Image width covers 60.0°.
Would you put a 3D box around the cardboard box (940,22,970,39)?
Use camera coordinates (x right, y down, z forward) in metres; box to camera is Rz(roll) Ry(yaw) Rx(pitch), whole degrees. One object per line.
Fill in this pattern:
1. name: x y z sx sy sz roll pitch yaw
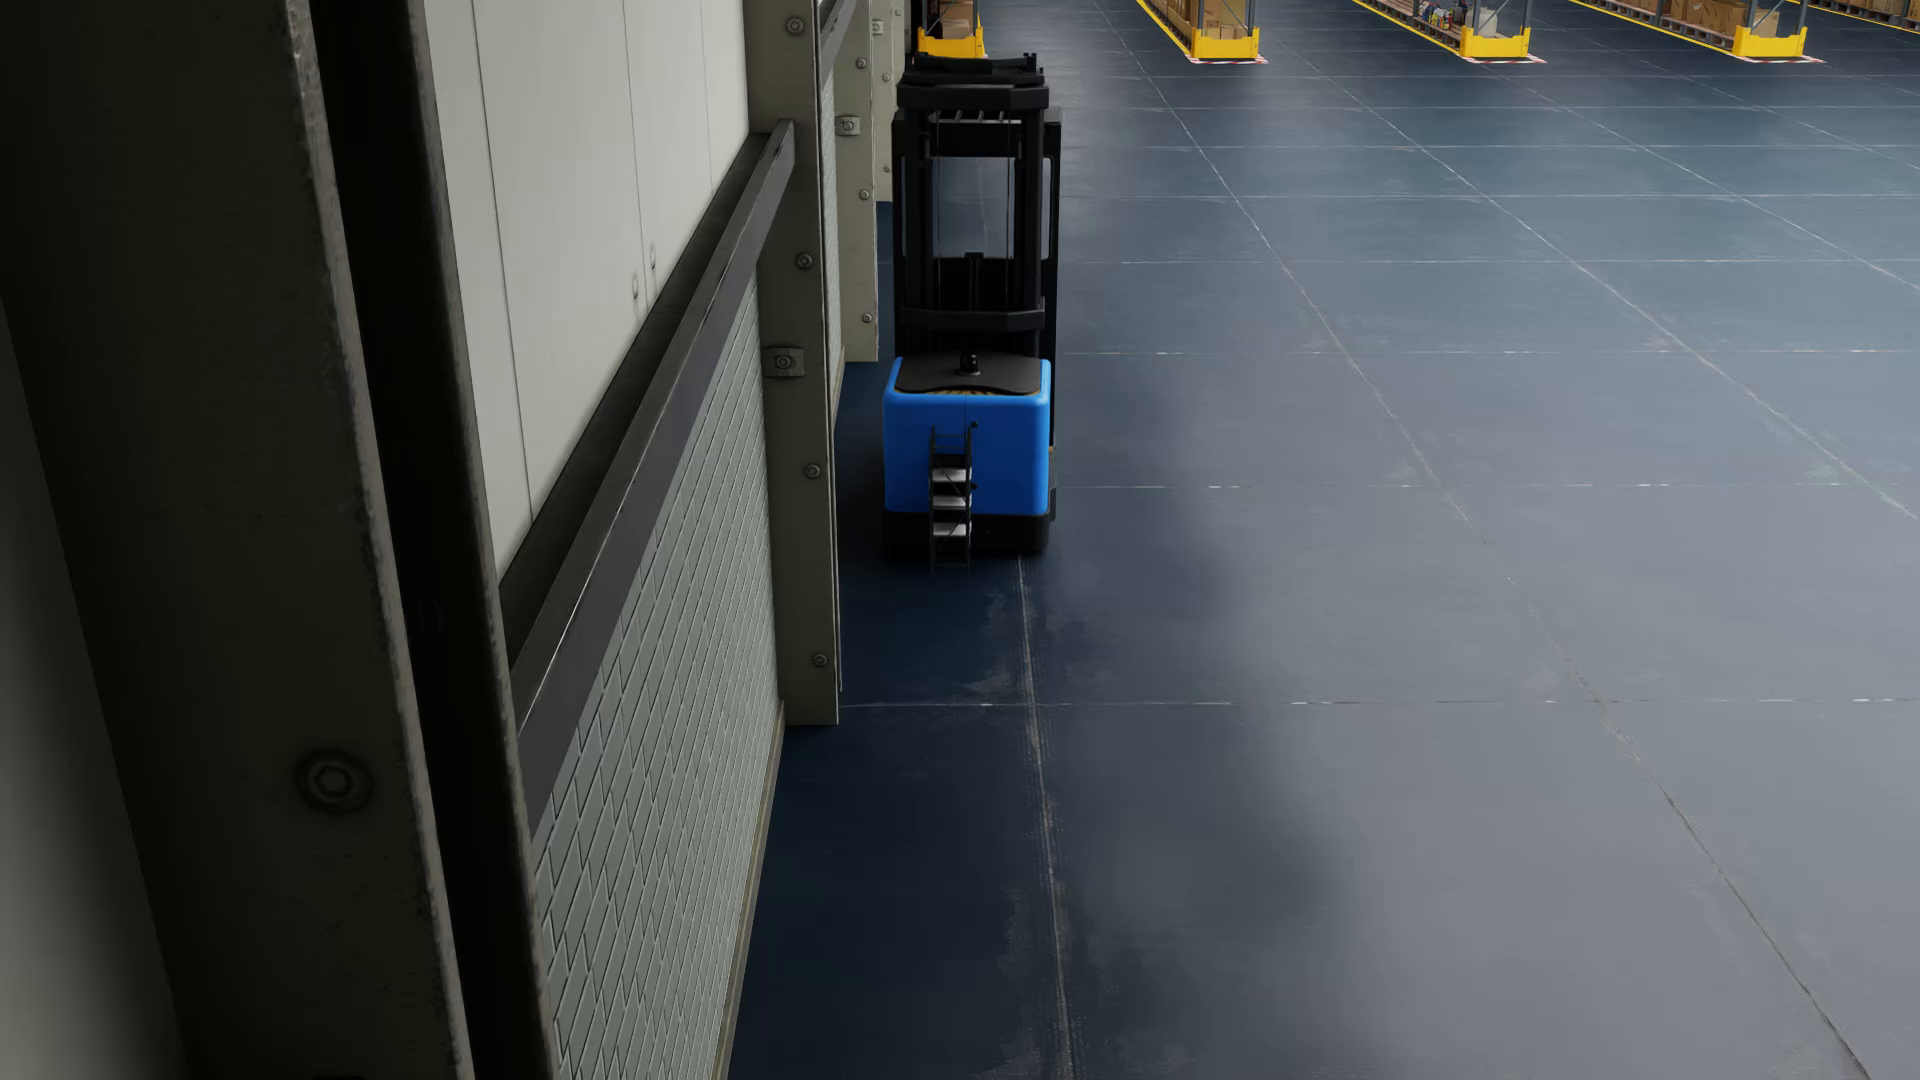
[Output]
1. cardboard box: -0.098 -9.355 30.523 0.500 0.311 0.500 -3 25 -7

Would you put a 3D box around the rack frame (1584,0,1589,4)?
1. rack frame: 14.591 -13.457 36.865 1.000 3.000 0.127 0 24 -1

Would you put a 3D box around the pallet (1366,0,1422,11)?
1. pallet: 9.608 -11.845 36.684 1.003 0.211 1.213 0 24 -1

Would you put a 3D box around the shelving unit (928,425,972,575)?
1. shelving unit: -0.058 -0.240 10.189 0.258 0.900 0.210 1 24 3

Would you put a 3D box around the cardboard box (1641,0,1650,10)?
1. cardboard box: 14.663 -11.320 34.639 0.700 0.500 0.500 0 24 -1

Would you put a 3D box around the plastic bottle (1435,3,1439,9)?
1. plastic bottle: 9.420 -10.446 32.888 0.144 0.351 0.185 0 24 -1

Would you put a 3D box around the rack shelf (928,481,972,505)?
1. rack shelf: -0.058 -0.292 10.166 0.258 0.077 0.200 1 24 3

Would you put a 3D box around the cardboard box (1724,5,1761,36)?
1. cardboard box: 14.648 -9.717 31.118 0.500 0.500 0.500 6 25 13

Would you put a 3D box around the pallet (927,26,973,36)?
1. pallet: -0.165 -9.691 31.921 1.003 0.211 1.213 0 24 -1

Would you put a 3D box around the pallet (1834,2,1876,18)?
1. pallet: 19.496 -11.341 35.569 1.003 0.211 1.213 0 24 -1

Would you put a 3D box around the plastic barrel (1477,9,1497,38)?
1. plastic barrel: 9.642 -9.467 30.552 0.421 0.512 0.421 0 24 0

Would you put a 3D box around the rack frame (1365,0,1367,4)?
1. rack frame: 9.638 -13.435 36.815 1.000 3.000 0.127 0 24 -1

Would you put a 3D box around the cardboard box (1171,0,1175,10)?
1. cardboard box: 4.434 -10.648 32.570 0.500 0.500 0.500 0 24 -1

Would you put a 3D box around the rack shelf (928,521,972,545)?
1. rack shelf: -0.058 -0.046 10.277 0.258 0.077 0.200 1 24 3

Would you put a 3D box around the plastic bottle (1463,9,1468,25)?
1. plastic bottle: 9.874 -10.206 32.437 0.061 0.283 0.133 0 24 -1

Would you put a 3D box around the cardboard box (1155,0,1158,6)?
1. cardboard box: 4.421 -11.503 35.371 0.500 0.250 0.500 0 24 1

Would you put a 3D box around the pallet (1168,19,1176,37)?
1. pallet: 4.696 -10.168 32.975 1.003 0.211 1.213 0 24 -1

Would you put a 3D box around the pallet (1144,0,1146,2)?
1. pallet: 4.715 -12.452 38.025 1.003 0.211 1.213 0 24 -1

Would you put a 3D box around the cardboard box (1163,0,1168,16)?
1. cardboard box: 4.435 -10.874 33.980 0.500 0.250 0.500 0 24 -1

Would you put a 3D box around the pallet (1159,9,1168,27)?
1. pallet: 4.682 -10.799 34.371 1.003 0.211 1.213 0 24 -1

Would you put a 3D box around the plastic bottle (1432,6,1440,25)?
1. plastic bottle: 9.283 -10.193 32.327 0.144 0.351 0.185 0 24 -1

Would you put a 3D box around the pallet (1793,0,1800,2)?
1. pallet: 19.545 -12.489 38.108 1.003 0.211 1.213 0 24 -1

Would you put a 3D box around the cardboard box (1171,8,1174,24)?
1. cardboard box: 4.431 -10.306 32.724 0.500 0.250 0.500 0 24 -1

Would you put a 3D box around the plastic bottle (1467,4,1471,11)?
1. plastic bottle: 9.983 -10.304 32.573 0.144 0.351 0.185 0 24 -1

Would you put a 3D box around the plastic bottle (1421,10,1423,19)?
1. plastic bottle: 9.249 -10.495 33.177 0.097 0.201 0.097 0 24 0

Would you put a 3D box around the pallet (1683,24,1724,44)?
1. pallet: 14.694 -9.758 32.069 1.003 0.211 1.213 0 24 -1

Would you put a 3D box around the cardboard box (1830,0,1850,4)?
1. cardboard box: 19.481 -11.993 35.847 1.050 0.750 0.750 0 24 0

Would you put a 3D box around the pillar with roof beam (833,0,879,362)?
1. pillar with roof beam: 3.448 -5.714 12.464 9.100 9.000 0.400 0 24 -1

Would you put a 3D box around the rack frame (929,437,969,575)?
1. rack frame: -0.064 -0.198 10.097 0.240 0.900 0.006 1 24 3

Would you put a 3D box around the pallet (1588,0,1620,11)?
1. pallet: 14.598 -11.865 36.727 1.003 0.211 1.213 0 24 -1

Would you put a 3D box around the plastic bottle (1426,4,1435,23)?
1. plastic bottle: 9.278 -10.368 32.715 0.144 0.351 0.185 -1 24 -3

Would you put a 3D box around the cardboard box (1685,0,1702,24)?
1. cardboard box: 14.613 -10.460 32.762 0.500 0.500 0.500 8 25 16

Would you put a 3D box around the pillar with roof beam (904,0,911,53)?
1. pillar with roof beam: 3.251 -13.131 28.864 9.100 9.000 0.400 0 24 -1

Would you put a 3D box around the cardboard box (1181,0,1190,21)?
1. cardboard box: 4.444 -10.030 31.203 0.500 0.500 0.500 0 24 -1

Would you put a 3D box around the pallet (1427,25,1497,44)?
1. pallet: 9.664 -9.735 32.019 1.003 0.211 1.213 0 24 -1

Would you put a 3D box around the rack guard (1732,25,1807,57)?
1. rack guard: 14.678 -9.053 30.160 1.175 0.500 0.348 0 24 -1

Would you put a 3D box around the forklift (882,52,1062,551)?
1. forklift: 0.118 -1.833 11.245 1.130 2.935 3.031 1 24 3

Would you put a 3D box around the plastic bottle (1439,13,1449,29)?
1. plastic bottle: 9.292 -9.957 31.896 0.152 0.276 0.135 0 24 0

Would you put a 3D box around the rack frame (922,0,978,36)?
1. rack frame: -0.181 -10.094 29.428 1.000 3.000 0.127 0 24 -1

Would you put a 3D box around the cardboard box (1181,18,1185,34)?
1. cardboard box: 4.447 -9.688 31.358 0.500 0.250 0.500 0 24 -1

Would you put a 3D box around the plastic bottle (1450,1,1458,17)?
1. plastic bottle: 9.833 -10.516 33.041 0.144 0.351 0.185 0 24 -1
